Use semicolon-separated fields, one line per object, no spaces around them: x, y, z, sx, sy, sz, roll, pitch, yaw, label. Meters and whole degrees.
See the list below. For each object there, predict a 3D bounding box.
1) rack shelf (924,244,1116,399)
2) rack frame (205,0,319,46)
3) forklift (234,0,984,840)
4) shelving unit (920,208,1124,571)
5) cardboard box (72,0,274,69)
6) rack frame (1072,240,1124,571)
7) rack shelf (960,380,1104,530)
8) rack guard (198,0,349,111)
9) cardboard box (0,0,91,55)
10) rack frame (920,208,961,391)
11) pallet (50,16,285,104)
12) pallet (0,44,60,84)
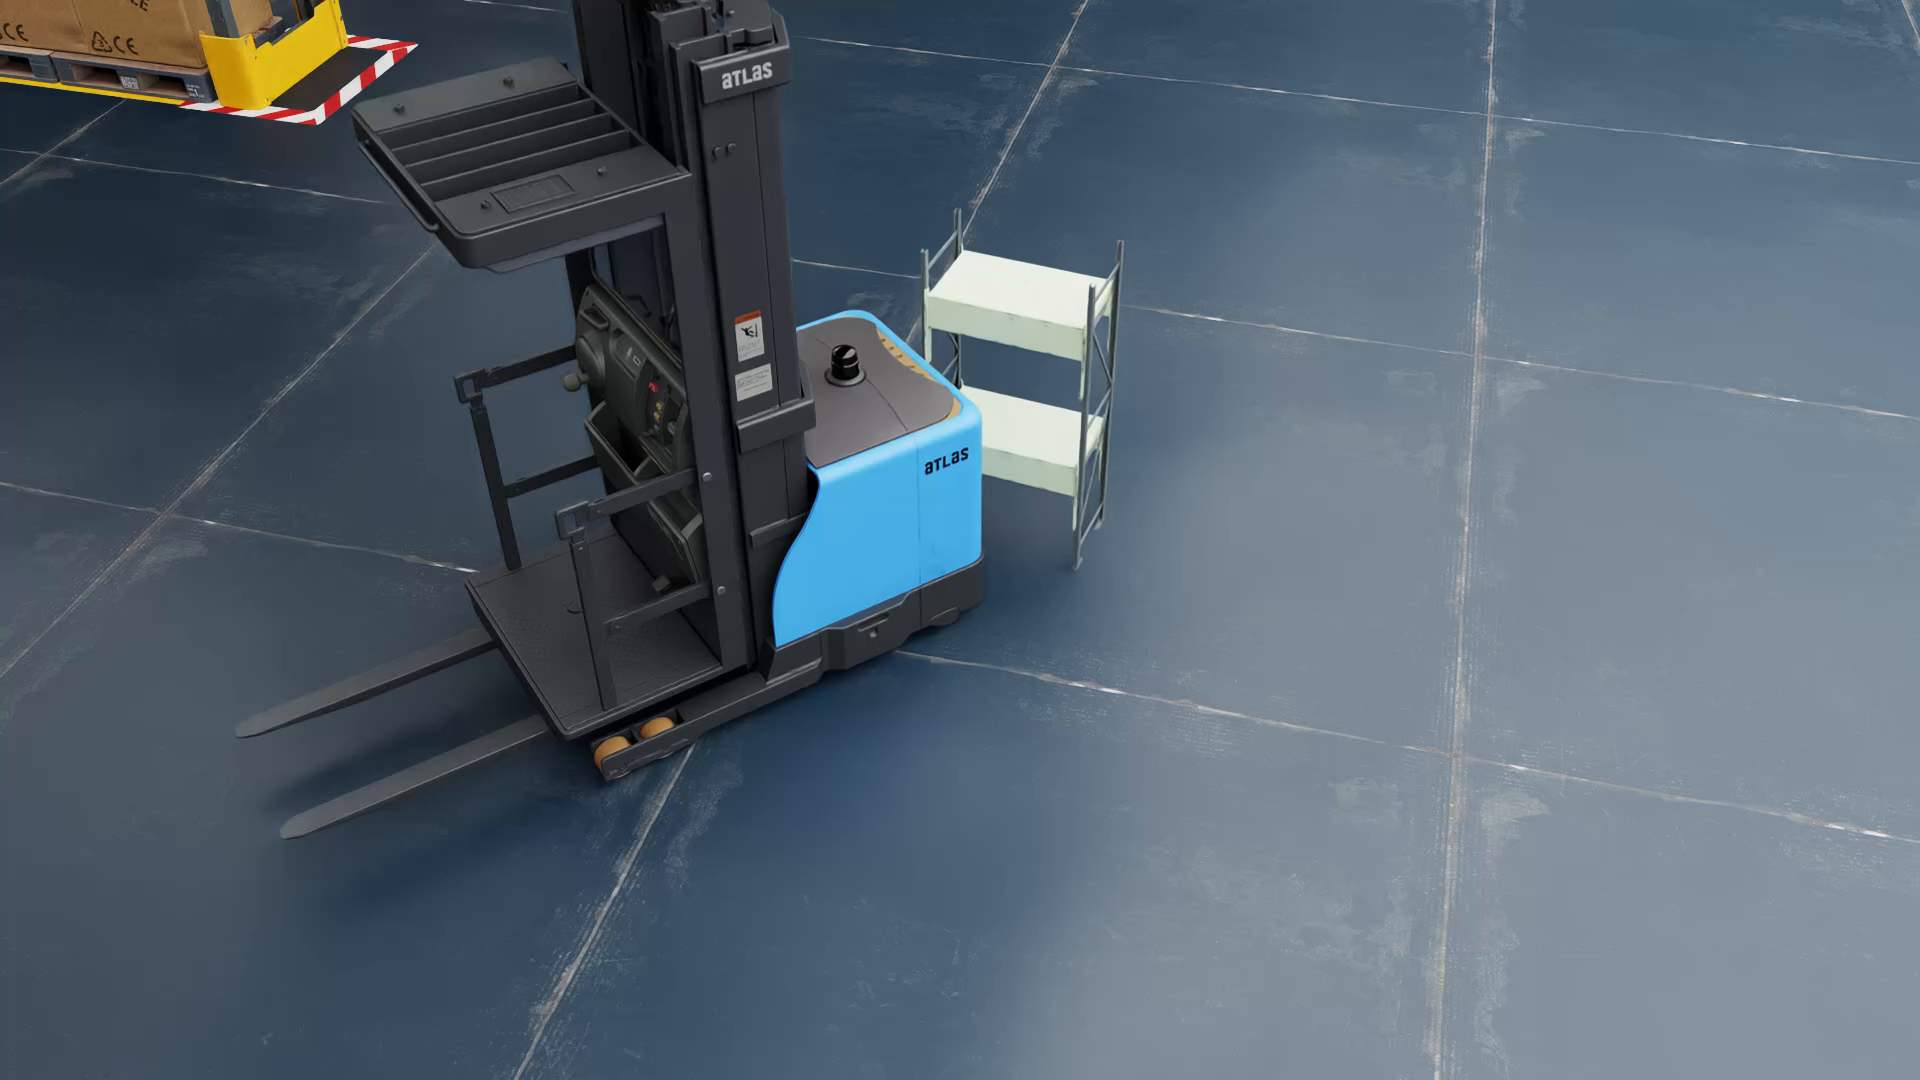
0.260;-0.942;7.123;0.720;0.370;0.431;15;42;17;rack shelf
-4.755;-4.435;10.723;0.127;3.000;1.000;10;41;11;rack frame
-1.407;-0.561;6.164;3.031;2.935;1.130;-23;45;-25;forklift
0.260;-0.643;7.374;0.755;1.500;0.431;15;42;17;shelving unit
-5.427;-3.854;11.357;0.875;0.875;0.875;10;41;12;cardboard box
0.599;-0.555;7.269;0.023;1.500;0.400;15;42;17;rack frame
0.260;-0.394;7.584;0.720;0.370;0.431;15;42;17;rack shelf
-4.732;-3.474;11.522;0.348;0.500;1.175;10;41;11;rack guard
-6.278;-3.999;11.529;0.875;0.875;0.875;9;41;11;cardboard box
-0.080;-0.731;7.479;0.023;1.500;0.400;15;42;17;rack frame
-5.548;-3.451;11.720;1.213;0.211;1.003;10;41;11;pallet
-6.723;-3.656;11.963;1.213;0.211;1.003;10;41;11;pallet
